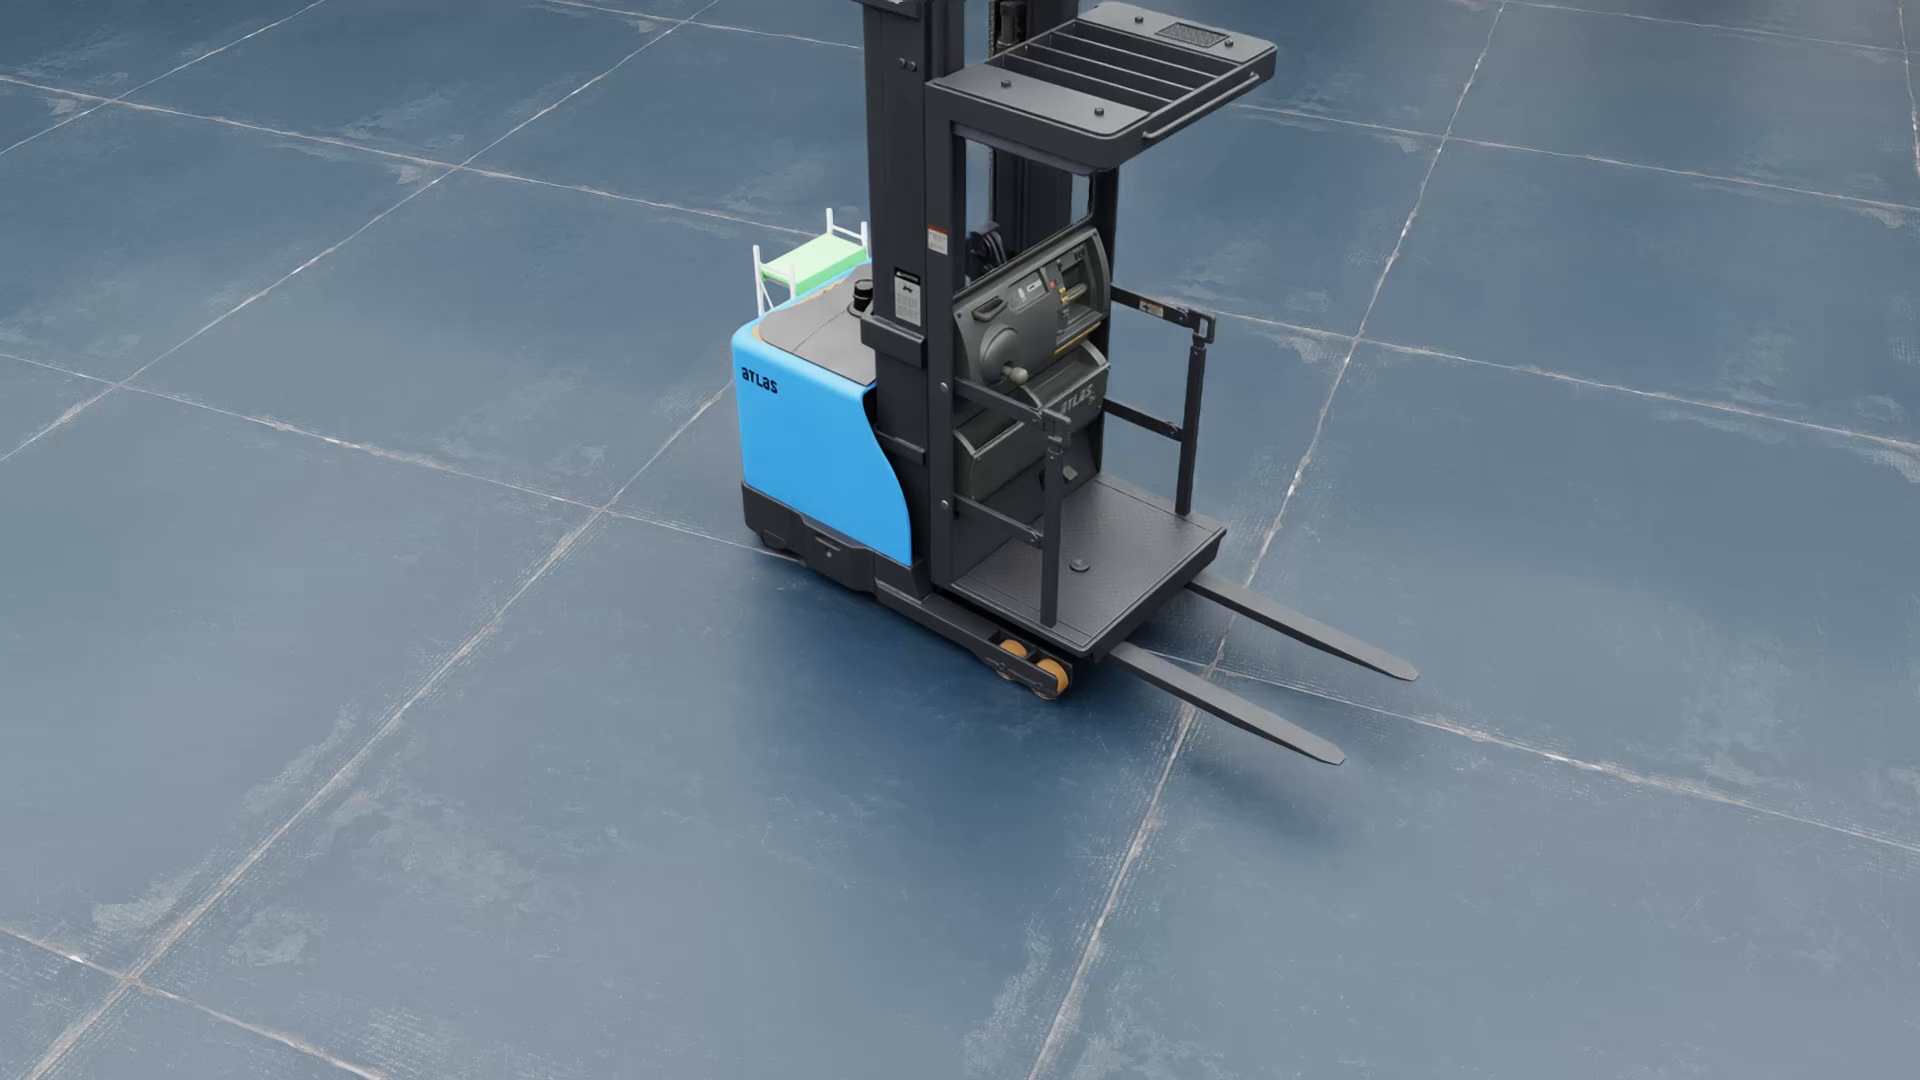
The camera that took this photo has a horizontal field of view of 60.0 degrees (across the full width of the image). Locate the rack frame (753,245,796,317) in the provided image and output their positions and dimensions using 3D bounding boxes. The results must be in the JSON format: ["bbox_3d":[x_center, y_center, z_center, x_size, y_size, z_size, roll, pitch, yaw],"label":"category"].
[{"bbox_3d":[-0.837,-0.807,7.827,0.240,1.200,0.015,26,44,30],"label":"rack frame"}]

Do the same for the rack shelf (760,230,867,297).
[{"bbox_3d":[-0.684,-1.254,7.730,0.258,0.148,0.480,26,44,30],"label":"rack shelf"}]

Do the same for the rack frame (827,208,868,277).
[{"bbox_3d":[-0.529,-1.034,8.130,0.240,1.200,0.015,26,44,30],"label":"rack frame"}]

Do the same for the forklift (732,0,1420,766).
[{"bbox_3d":[0.460,-0.876,6.474,3.031,2.935,1.130,26,44,30],"label":"forklift"}]

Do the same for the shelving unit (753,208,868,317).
[{"bbox_3d":[-0.683,-0.920,7.979,0.258,1.200,0.503,26,44,30],"label":"shelving unit"}]

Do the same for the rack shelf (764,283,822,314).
[{"bbox_3d":[-0.683,-1.062,7.873,0.258,0.148,0.480,26,44,30],"label":"rack shelf"}]
